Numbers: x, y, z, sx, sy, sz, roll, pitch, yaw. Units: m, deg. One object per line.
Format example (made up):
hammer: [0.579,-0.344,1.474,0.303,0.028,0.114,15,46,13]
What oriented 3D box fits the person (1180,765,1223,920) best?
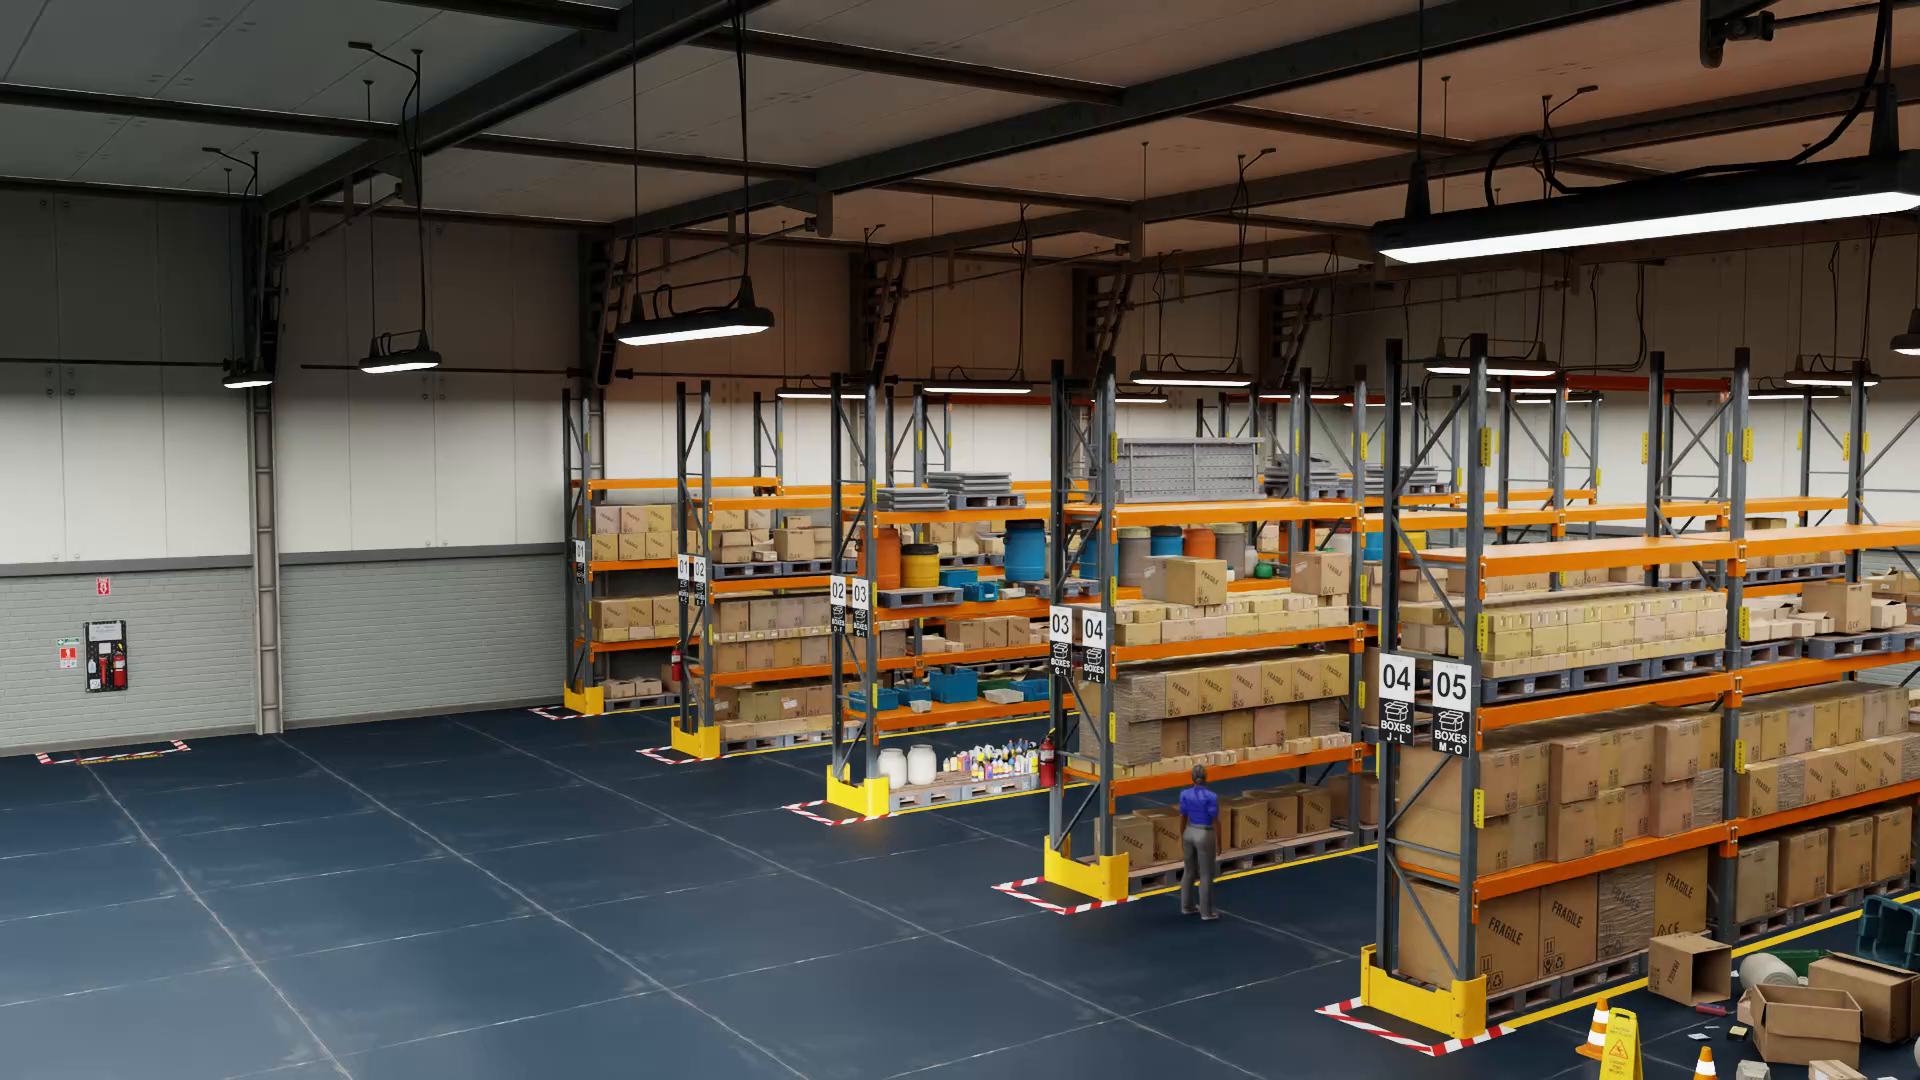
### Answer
person: [2.578,3.209,17.718,0.409,1.672,0.468,-3,5,-40]
